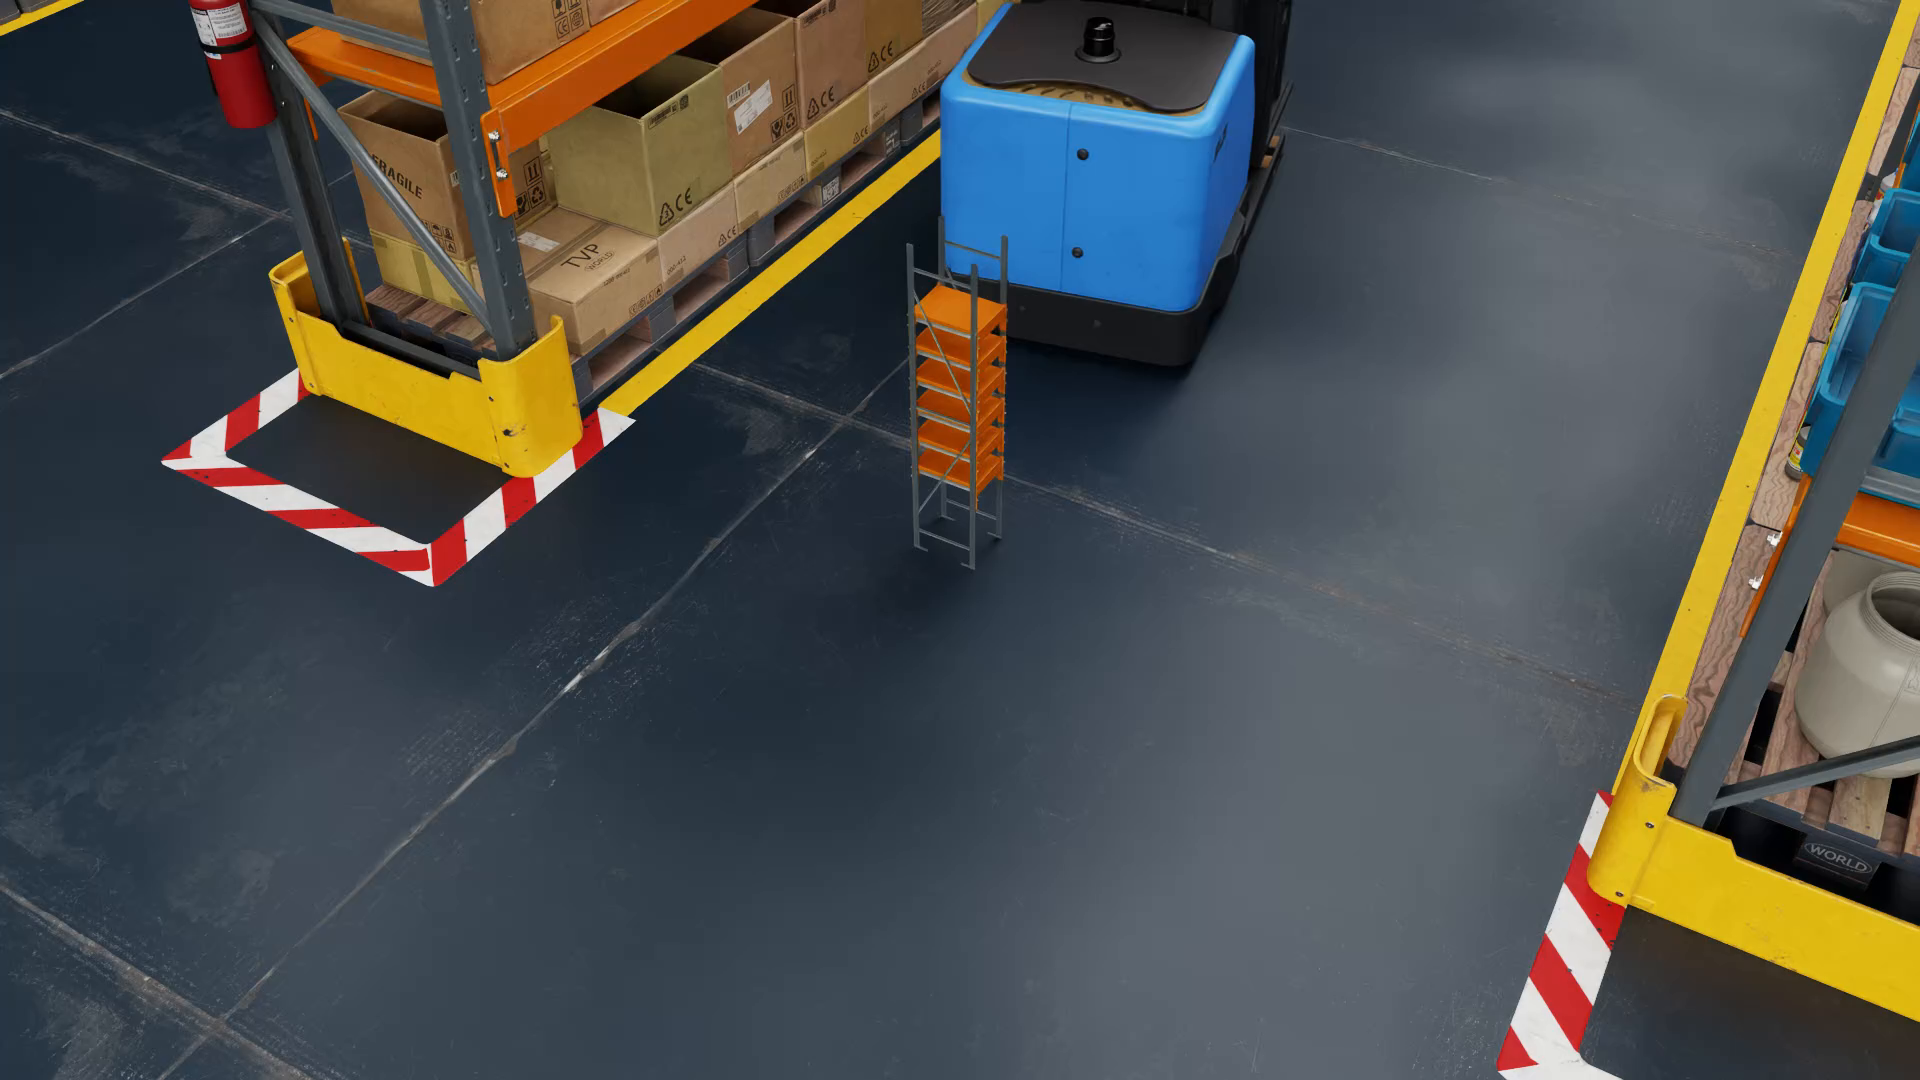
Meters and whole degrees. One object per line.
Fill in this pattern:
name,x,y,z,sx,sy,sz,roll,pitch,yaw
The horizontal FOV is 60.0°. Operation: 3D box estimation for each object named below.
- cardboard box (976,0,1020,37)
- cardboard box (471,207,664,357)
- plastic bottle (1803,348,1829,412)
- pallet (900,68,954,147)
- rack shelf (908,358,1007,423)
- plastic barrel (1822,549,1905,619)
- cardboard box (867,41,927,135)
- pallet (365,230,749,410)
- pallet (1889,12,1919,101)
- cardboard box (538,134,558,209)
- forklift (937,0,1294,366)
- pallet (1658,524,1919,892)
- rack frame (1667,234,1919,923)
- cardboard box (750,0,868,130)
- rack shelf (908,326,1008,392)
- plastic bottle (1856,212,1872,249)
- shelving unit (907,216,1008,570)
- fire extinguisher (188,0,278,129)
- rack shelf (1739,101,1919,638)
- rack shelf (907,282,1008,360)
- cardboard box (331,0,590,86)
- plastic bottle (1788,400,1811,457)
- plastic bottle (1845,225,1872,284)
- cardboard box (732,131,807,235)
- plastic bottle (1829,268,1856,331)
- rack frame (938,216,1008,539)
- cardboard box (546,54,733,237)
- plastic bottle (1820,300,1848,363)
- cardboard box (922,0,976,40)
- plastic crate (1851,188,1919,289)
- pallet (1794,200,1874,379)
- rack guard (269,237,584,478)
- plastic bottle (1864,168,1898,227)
cardboard box,0.001,-2.716,8.327,0.500,0.250,0.500,21,45,22
cardboard box,-1.497,-0.998,6.376,0.500,0.250,0.500,21,45,22
plastic bottle,3.088,-0.552,5.835,0.152,0.276,0.135,20,45,21
pallet,-0.390,-2.440,8.361,1.003,0.211,1.213,21,45,22
rack shelf,-0.007,-0.499,5.294,0.258,0.103,0.180,21,45,22
plastic barrel,2.843,0.089,4.944,0.421,0.512,0.421,0,41,0
cardboard box,-0.495,-2.142,7.675,0.500,0.250,0.500,21,45,22
pallet,-1.611,-1.044,6.775,1.003,0.211,1.213,21,45,22
pallet,5.300,-2.404,8.320,1.003,0.211,1.213,21,45,22
cardboard box,-1.705,-1.459,6.900,0.500,0.250,0.500,21,45,22
forklift,0.862,-2.754,6.660,1.130,2.935,3.031,12,43,14
pallet,2.738,0.526,4.993,1.003,0.211,1.213,21,45,22
rack frame,2.329,0.002,3.478,1.000,3.000,0.127,21,45,22
cardboard box,-0.744,-2.136,7.102,0.500,0.500,0.500,21,45,22
rack shelf,-0.007,-0.589,5.215,0.258,0.103,0.180,21,45,22
plastic bottle,3.690,-1.248,6.682,0.097,0.201,0.097,0,41,0
shelving unit,-0.007,-0.442,5.344,0.258,1.200,0.189,21,45,22
fire extinguisher,-2.419,-1.696,5.464,0.296,0.674,0.183,21,45,22
rack shelf,3.330,-0.873,5.016,1.077,0.370,4.000,21,45,22
rack shelf,-0.007,-0.679,5.136,0.258,0.103,0.180,21,45,22
cardboard box,-1.713,-1.939,5.607,0.700,0.500,0.500,21,45,22
plastic bottle,2.911,-0.413,5.672,0.061,0.283,0.133,22,46,23
plastic bottle,3.568,-1.133,6.439,0.144,0.351,0.185,22,46,23
cardboard box,-0.999,-1.571,7.027,0.500,0.250,0.500,21,45,22
plastic bottle,3.354,-0.919,6.247,0.061,0.283,0.133,23,46,24
rack frame,0.039,-0.494,5.404,0.240,1.200,0.006,21,45,22
cardboard box,-1.248,-1.566,6.454,0.500,0.500,0.500,21,45,22
plastic bottle,3.260,-0.782,6.040,0.144,0.351,0.185,21,45,22
cardboard box,-0.259,-2.715,7.758,0.500,0.500,0.500,21,45,22
plastic crate,2.650,-0.698,4.385,0.499,0.251,0.408,21,45,22
pallet,3.959,-0.870,6.578,1.003,0.211,1.213,21,45,22
rack guard,-1.970,-0.687,6.152,1.175,0.500,0.348,21,45,22
plastic bottle,3.792,-1.391,6.791,0.097,0.271,0.097,0,41,0
